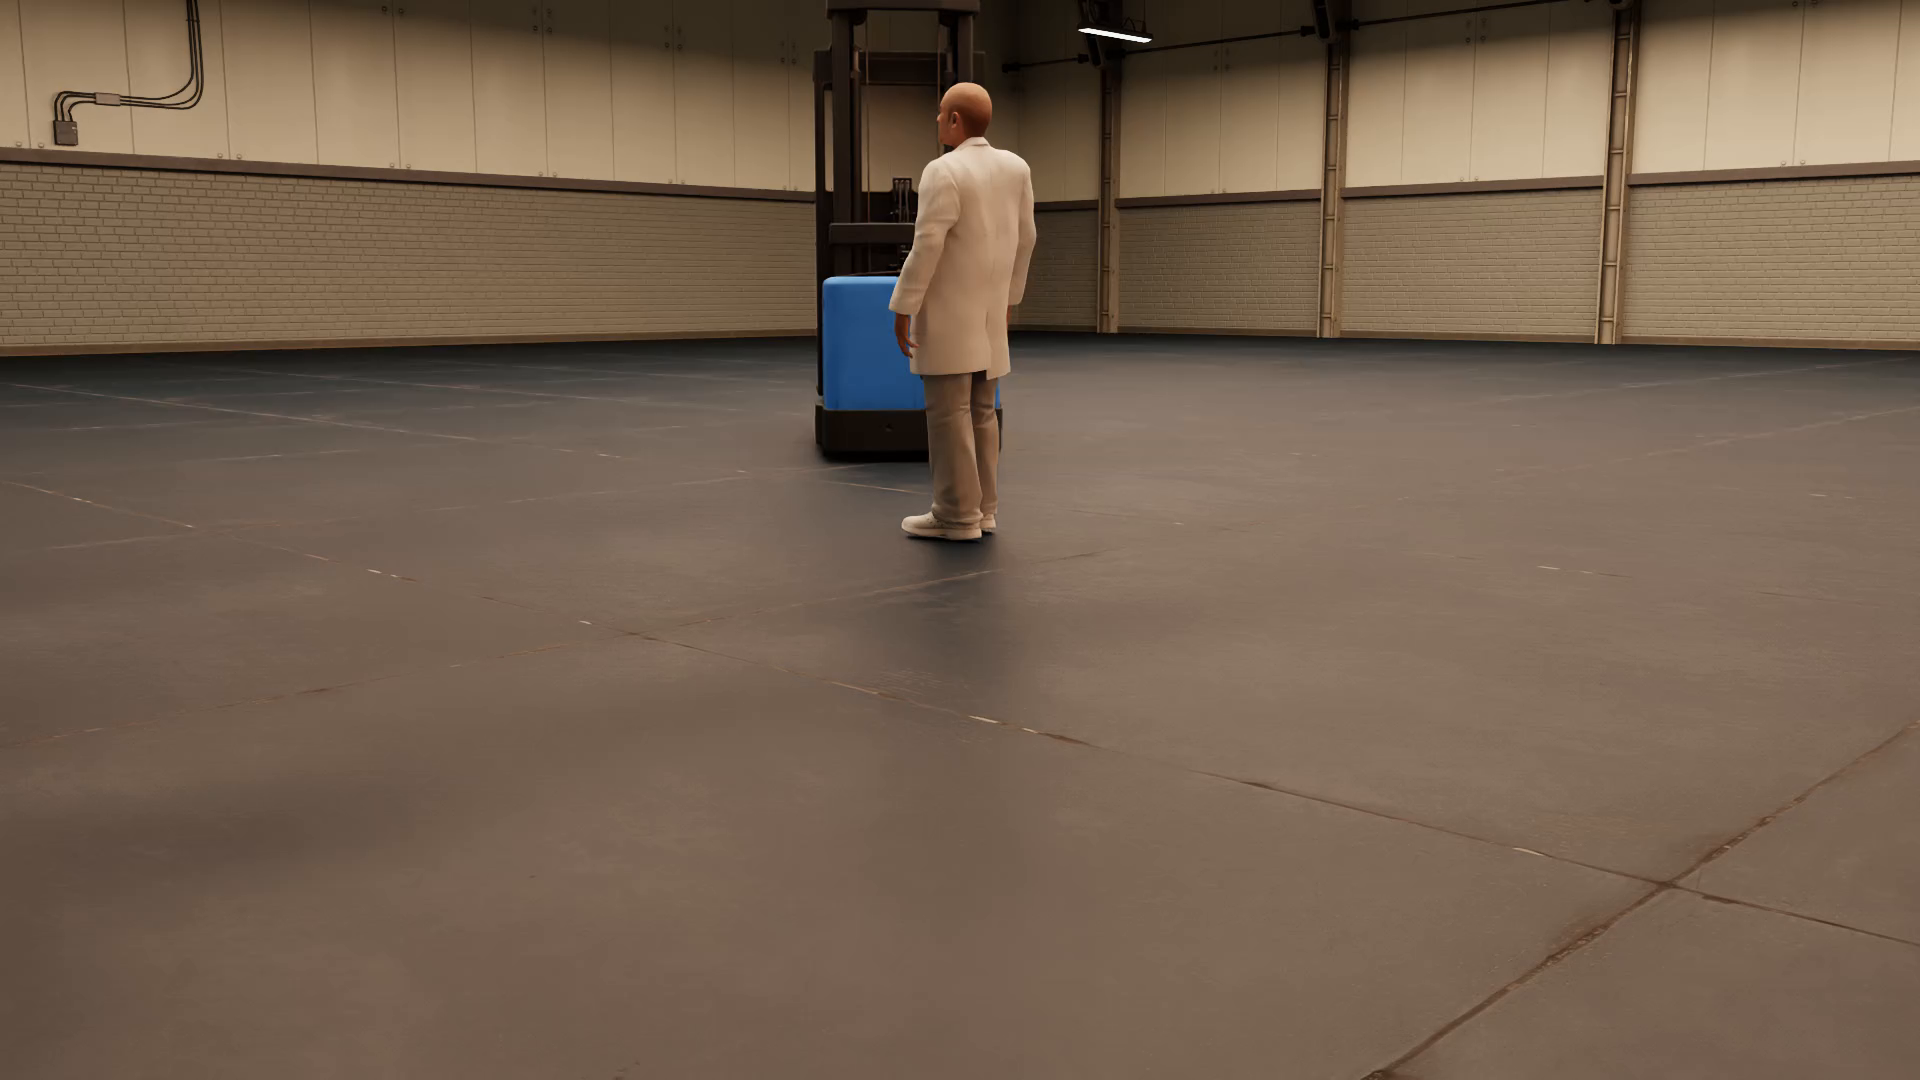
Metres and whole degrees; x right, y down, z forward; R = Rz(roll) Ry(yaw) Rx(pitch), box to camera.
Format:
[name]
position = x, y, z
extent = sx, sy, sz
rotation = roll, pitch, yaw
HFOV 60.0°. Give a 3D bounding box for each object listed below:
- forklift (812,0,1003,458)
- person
[forklift]
position = -0.410, -2.121, 10.960
extent = 1.130, 2.935, 3.031
rotation = -1, 9, -6
[person]
position = -0.063, -0.896, 6.650
extent = 0.578, 1.777, 0.696
rotation = 8, 12, 43
